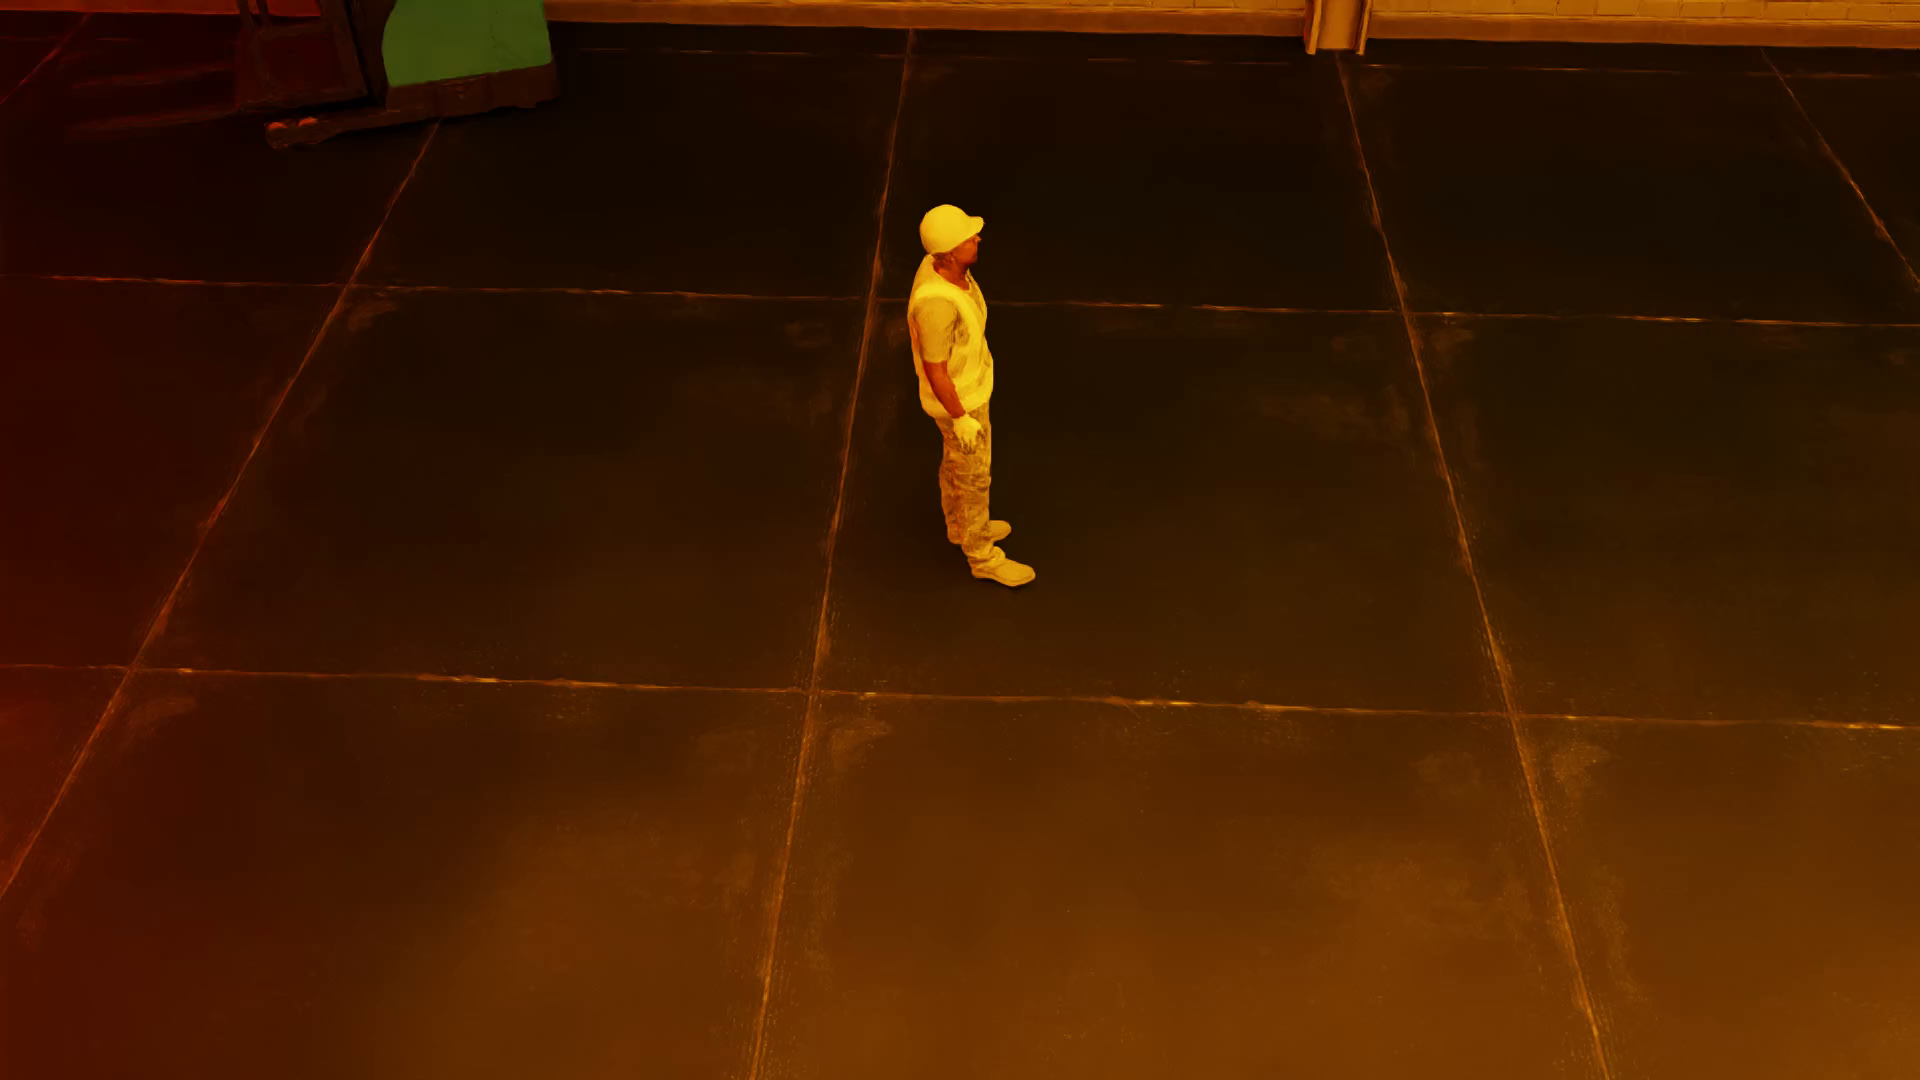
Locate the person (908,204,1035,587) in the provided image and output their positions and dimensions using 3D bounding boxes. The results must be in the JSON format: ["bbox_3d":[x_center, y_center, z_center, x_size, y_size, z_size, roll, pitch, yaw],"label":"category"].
[{"bbox_3d":[0.072,-0.656,7.302,0.576,1.782,0.655,2,42,2],"label":"person"}]

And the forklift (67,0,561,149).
[{"bbox_3d":[-4.232,-3.989,10.112,3.031,2.935,1.130,-12,44,-13],"label":"forklift"}]
